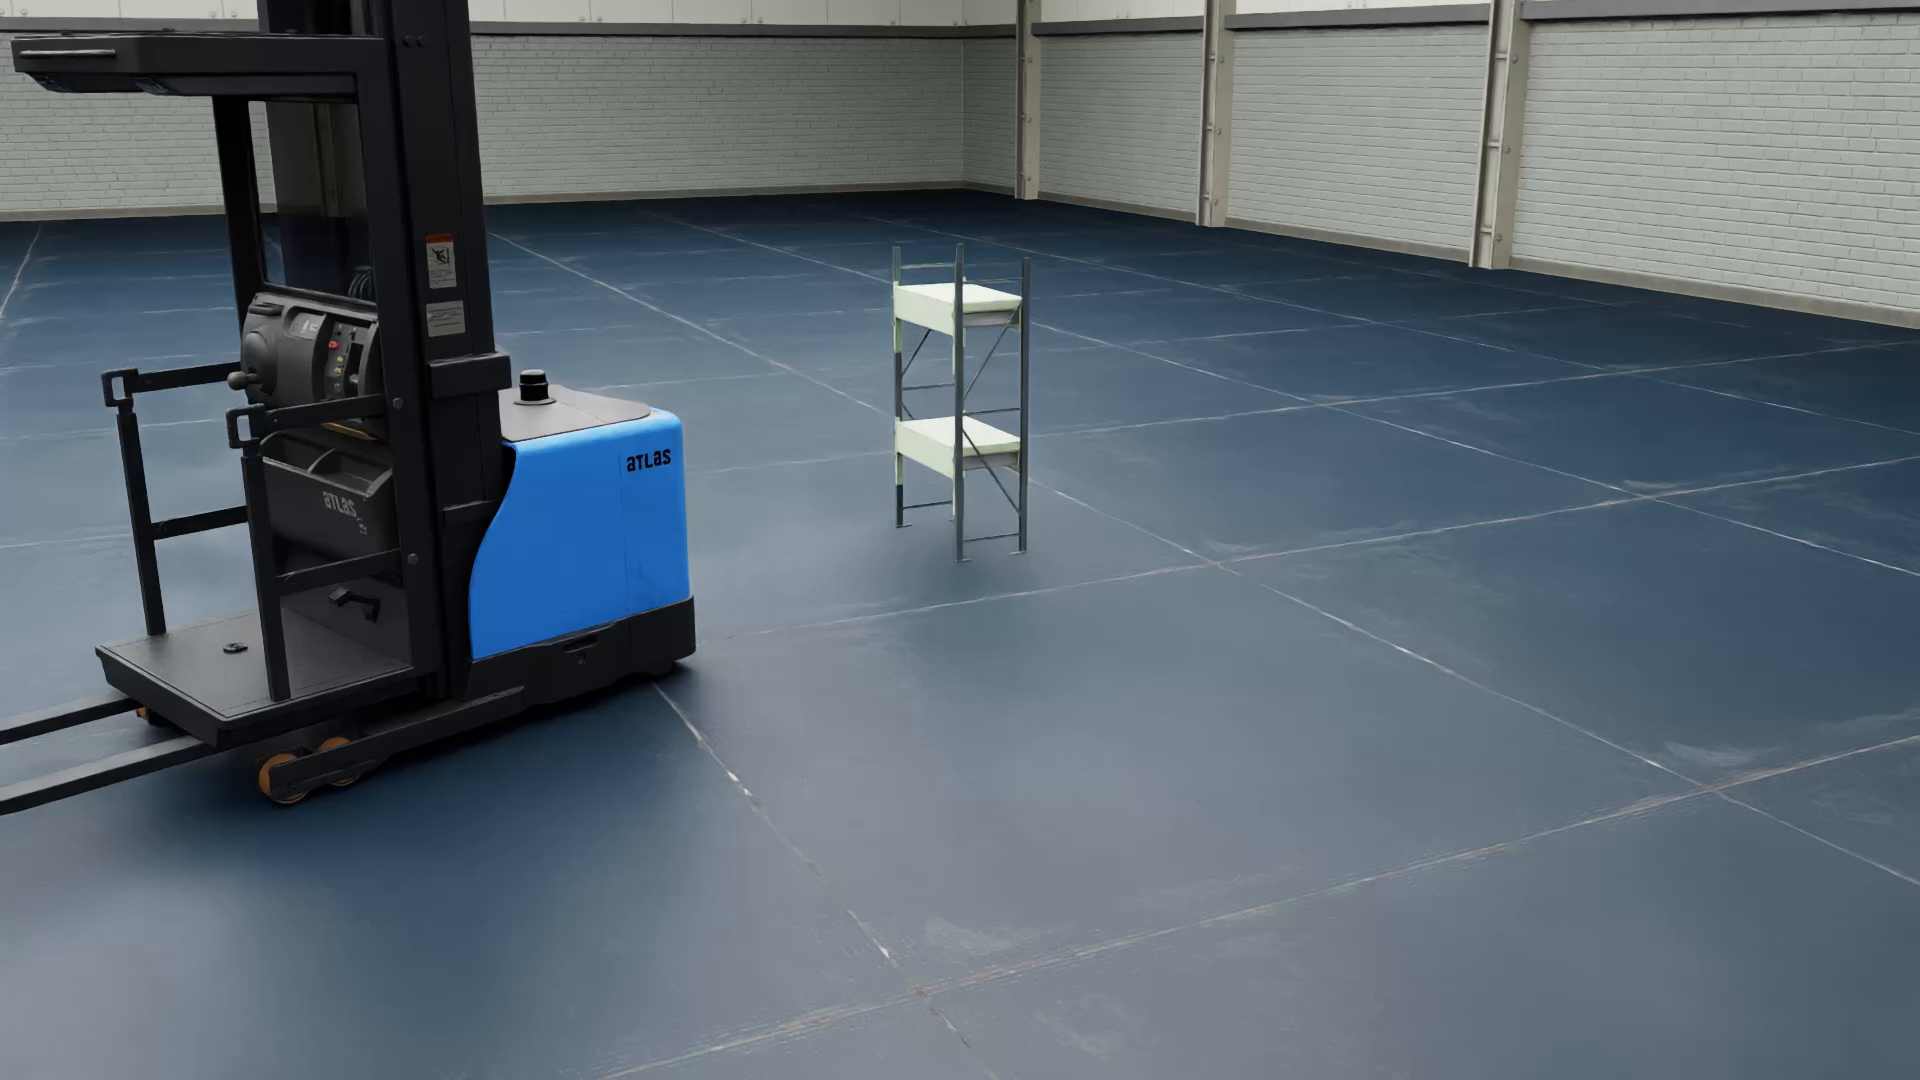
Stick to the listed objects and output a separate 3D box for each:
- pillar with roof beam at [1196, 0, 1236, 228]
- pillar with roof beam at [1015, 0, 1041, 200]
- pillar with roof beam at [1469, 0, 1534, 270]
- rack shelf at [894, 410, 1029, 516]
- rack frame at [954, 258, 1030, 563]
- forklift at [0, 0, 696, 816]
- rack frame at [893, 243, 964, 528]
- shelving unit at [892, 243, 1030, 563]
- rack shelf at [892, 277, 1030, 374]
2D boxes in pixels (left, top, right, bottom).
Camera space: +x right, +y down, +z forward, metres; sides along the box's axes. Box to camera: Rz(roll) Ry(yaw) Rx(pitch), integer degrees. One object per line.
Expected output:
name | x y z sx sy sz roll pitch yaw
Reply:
pillar with roof beam | -0.005 -8.636 22.530 9.100 9.000 0.400 -8 18 -25
pillar with roof beam | -2.633 -10.124 27.715 9.100 9.000 0.400 -8 18 -25
pillar with roof beam | 2.624 -7.148 17.346 9.100 9.000 0.400 -8 18 -25
rack shelf | -0.003 -0.409 8.639 0.431 0.370 0.720 -8 18 -25
rack frame | 0.157 -0.632 8.233 0.400 1.500 0.023 -8 18 -25
forklift | -2.463 -0.673 5.782 1.130 2.935 3.031 14 21 41
rack frame | -0.163 -0.813 8.866 0.400 1.500 0.023 -8 18 -25
shelving unit | -0.003 -0.723 8.550 0.431 1.500 0.755 -8 18 -25
rack shelf | -0.003 -1.098 8.442 0.431 0.370 0.720 -8 18 -25
